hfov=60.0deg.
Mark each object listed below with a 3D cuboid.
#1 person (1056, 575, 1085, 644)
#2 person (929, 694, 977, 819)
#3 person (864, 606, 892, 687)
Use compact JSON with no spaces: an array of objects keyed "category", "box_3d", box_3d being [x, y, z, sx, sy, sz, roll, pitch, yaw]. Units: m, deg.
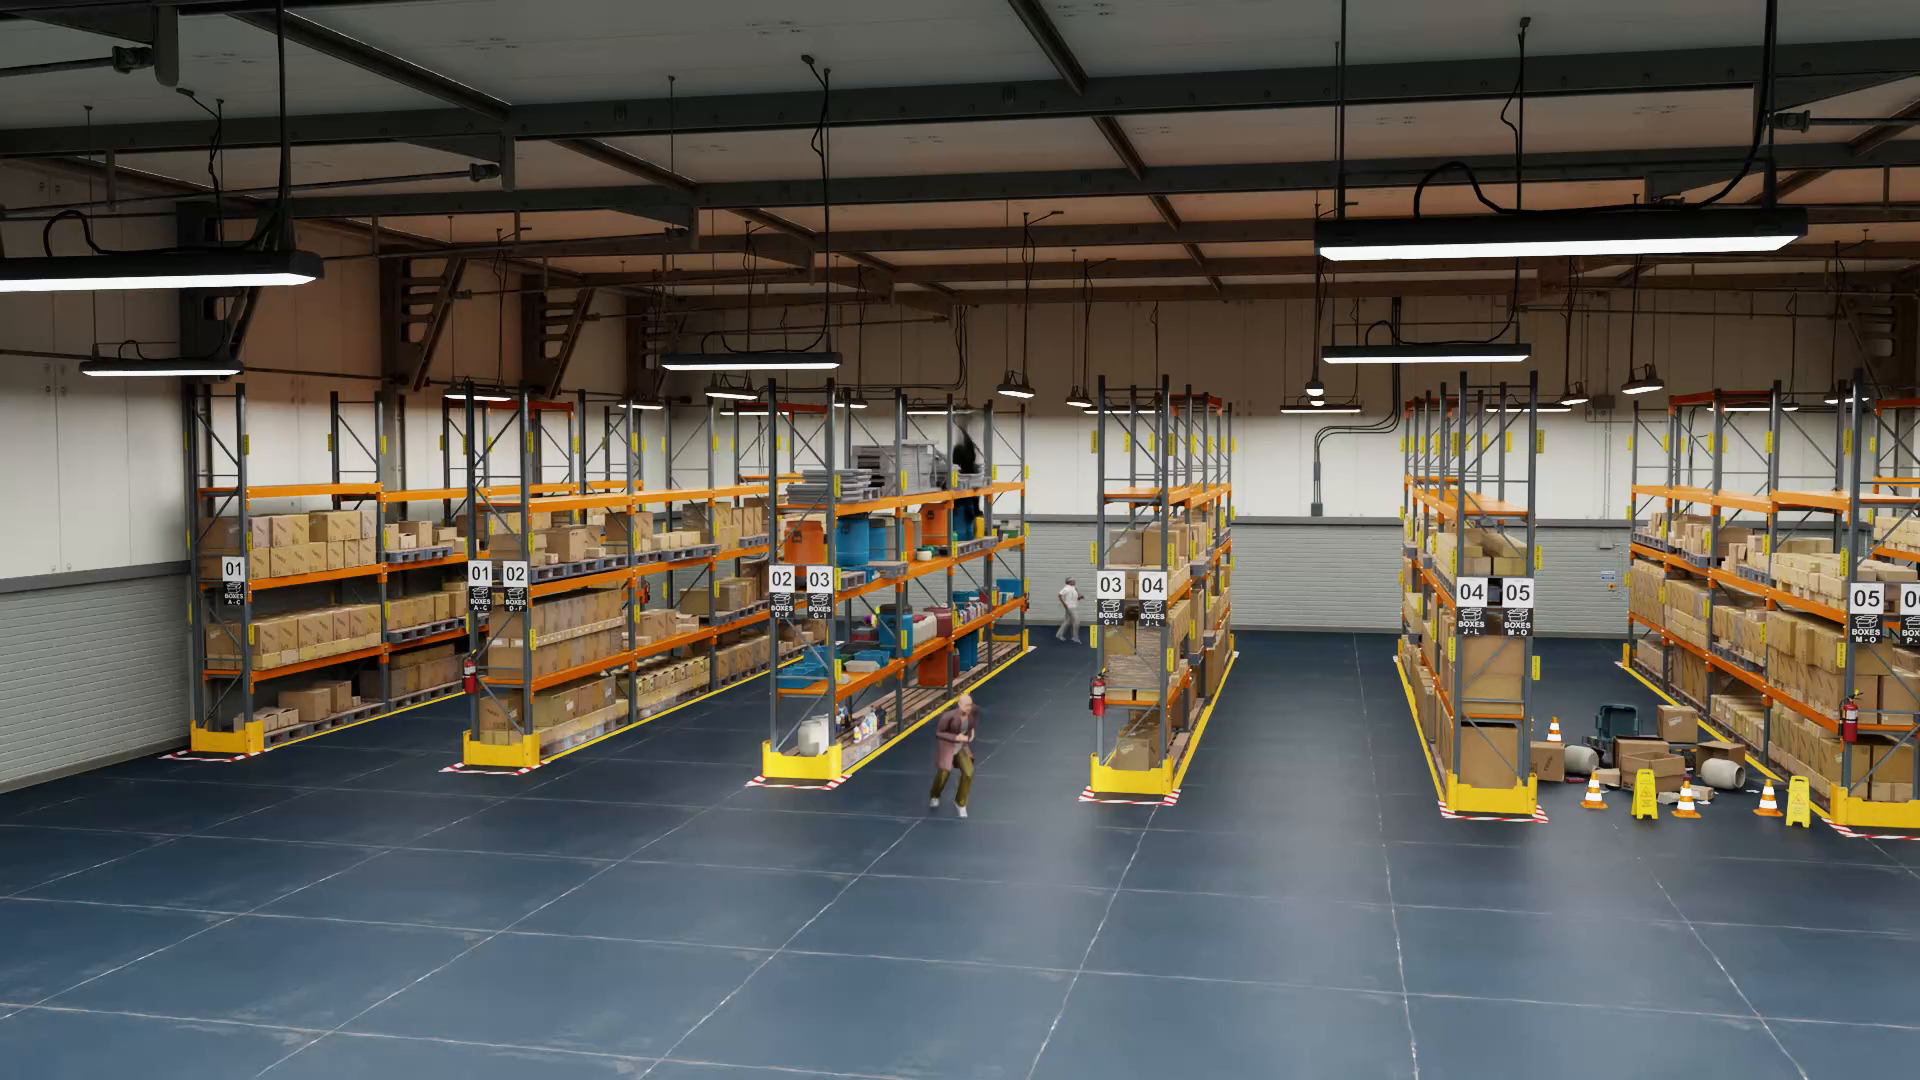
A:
[{"category":"person","box_3d":[2.784,1.760,41.957,0.755,1.758,0.545,1,3,17]},{"category":"person","box_3d":[-0.095,2.906,22.538,0.752,1.730,1.072,-2,4,-32]},{"category":"person","box_3d":[-1.632,2.196,34.825,0.746,1.715,1.060,1,3,12]}]
